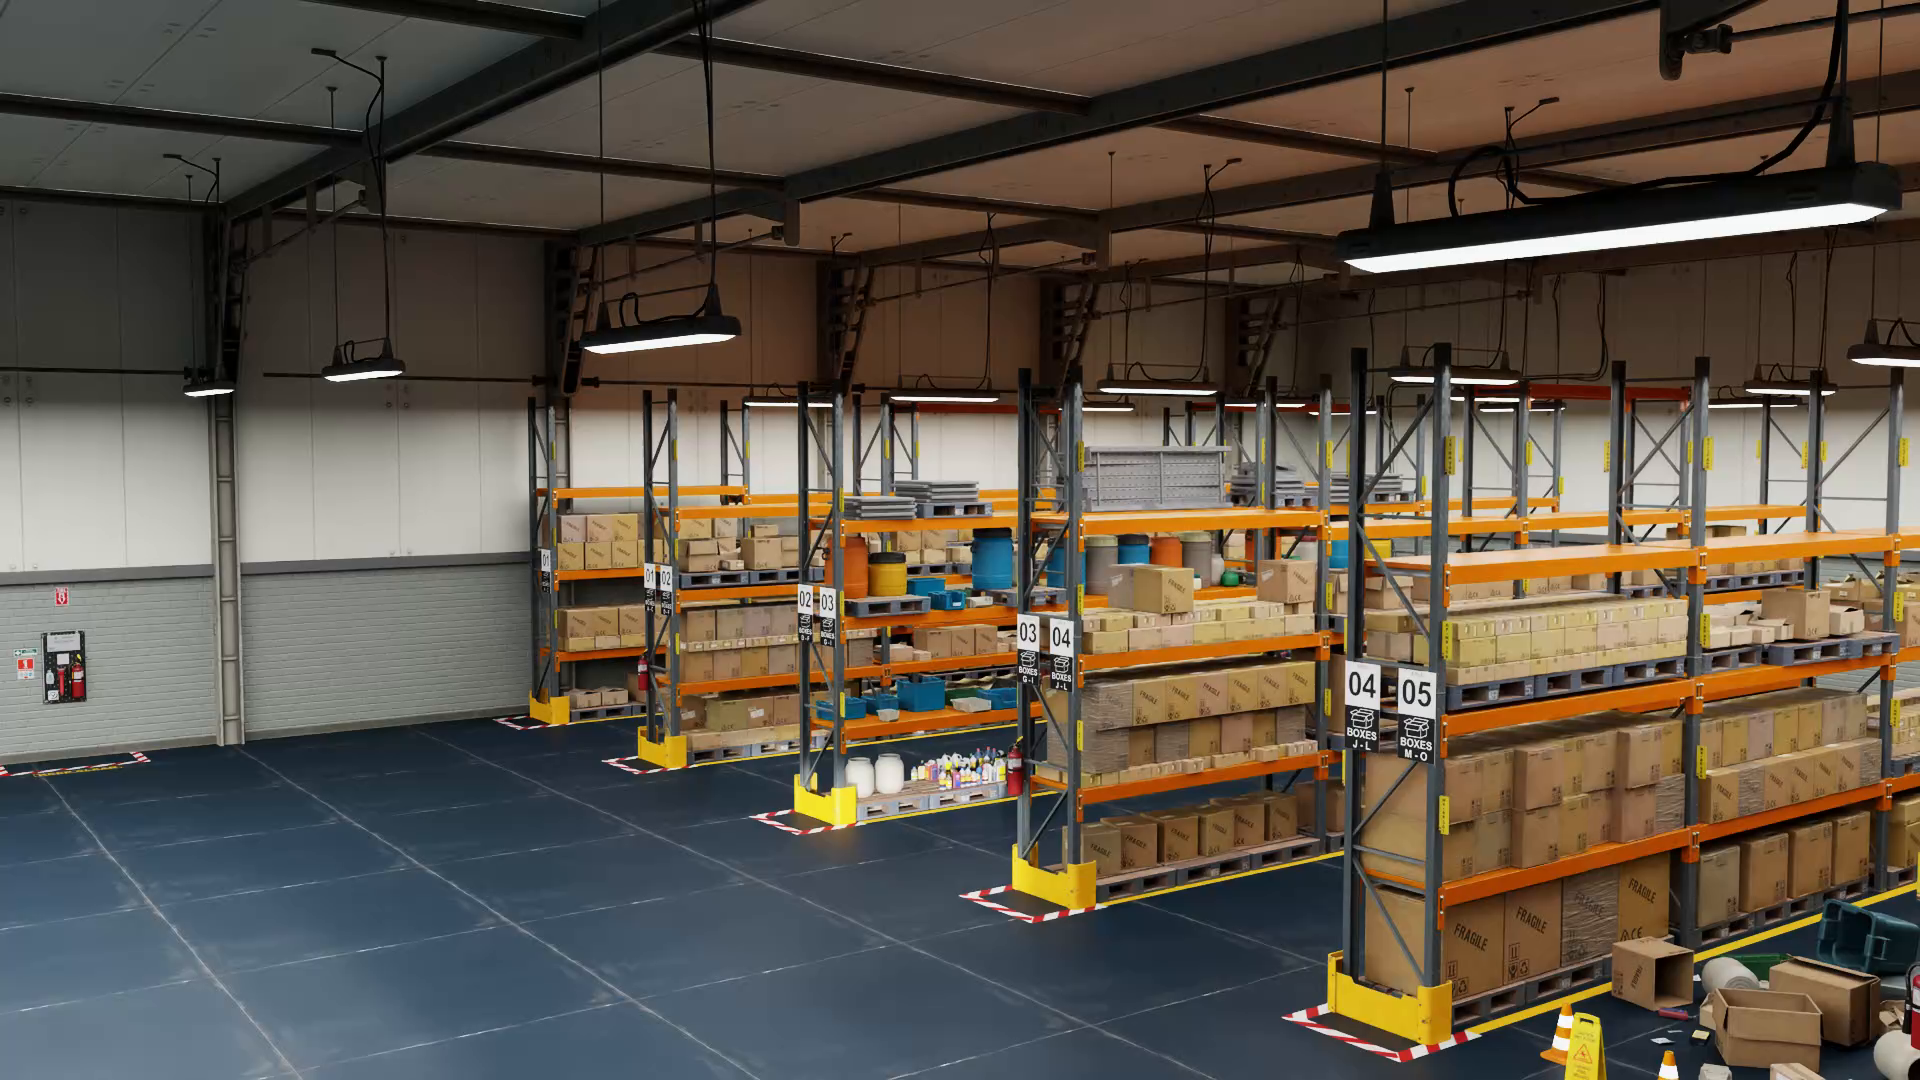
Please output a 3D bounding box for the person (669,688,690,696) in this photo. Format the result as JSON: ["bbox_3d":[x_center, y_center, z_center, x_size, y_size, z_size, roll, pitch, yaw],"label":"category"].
[{"bbox_3d":[-4.950,2.597,29.566,0.444,1.713,0.509,2,4,34],"label":"person"}]
